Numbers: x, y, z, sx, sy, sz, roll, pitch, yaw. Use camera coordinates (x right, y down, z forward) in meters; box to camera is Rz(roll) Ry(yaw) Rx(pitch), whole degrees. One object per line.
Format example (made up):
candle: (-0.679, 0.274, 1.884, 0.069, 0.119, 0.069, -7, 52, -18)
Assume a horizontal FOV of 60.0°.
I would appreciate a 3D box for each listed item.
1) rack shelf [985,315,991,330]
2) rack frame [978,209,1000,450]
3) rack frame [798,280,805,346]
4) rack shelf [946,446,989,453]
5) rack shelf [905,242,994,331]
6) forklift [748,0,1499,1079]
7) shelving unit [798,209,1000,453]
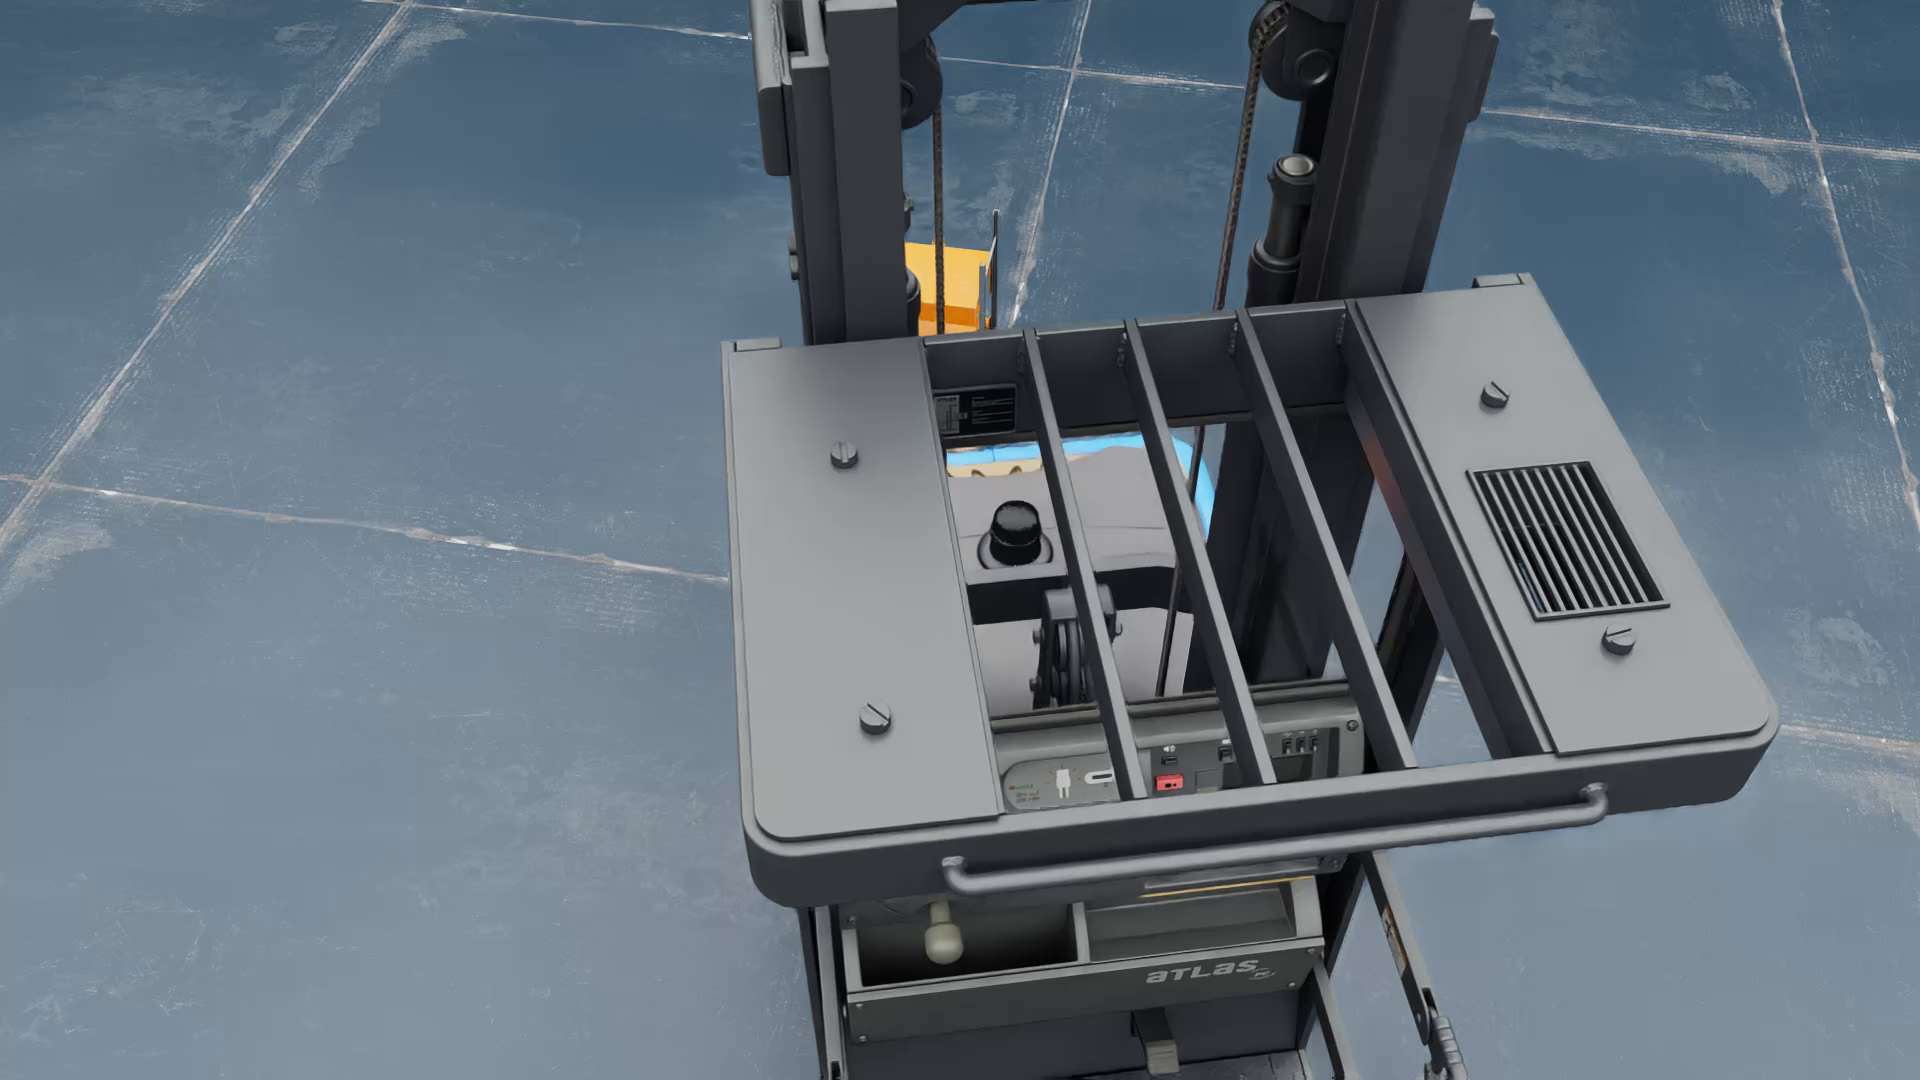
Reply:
rack shelf: (-0.163, -0.527, 4.707, 0.480, 0.148, 0.258, 8, 49, 7)
rack frame: (0.077, -0.391, 4.794, 0.015, 1.200, 0.240, 8, 49, 7)
rack frame: (-0.403, -0.455, 4.852, 0.015, 1.200, 0.240, 8, 49, 7)
rack shelf: (-0.163, -0.245, 5.021, 0.480, 0.148, 0.258, 8, 49, 7)
rack shelf: (-0.163, -0.686, 4.531, 0.480, 0.148, 0.258, 8, 49, 7)
forklift: (0.197, 0.223, 3.122, 1.129, 2.867, 1.939, -6, 48, -5)
shelving unit: (-0.163, -0.423, 4.823, 0.503, 1.200, 0.258, 8, 49, 7)
